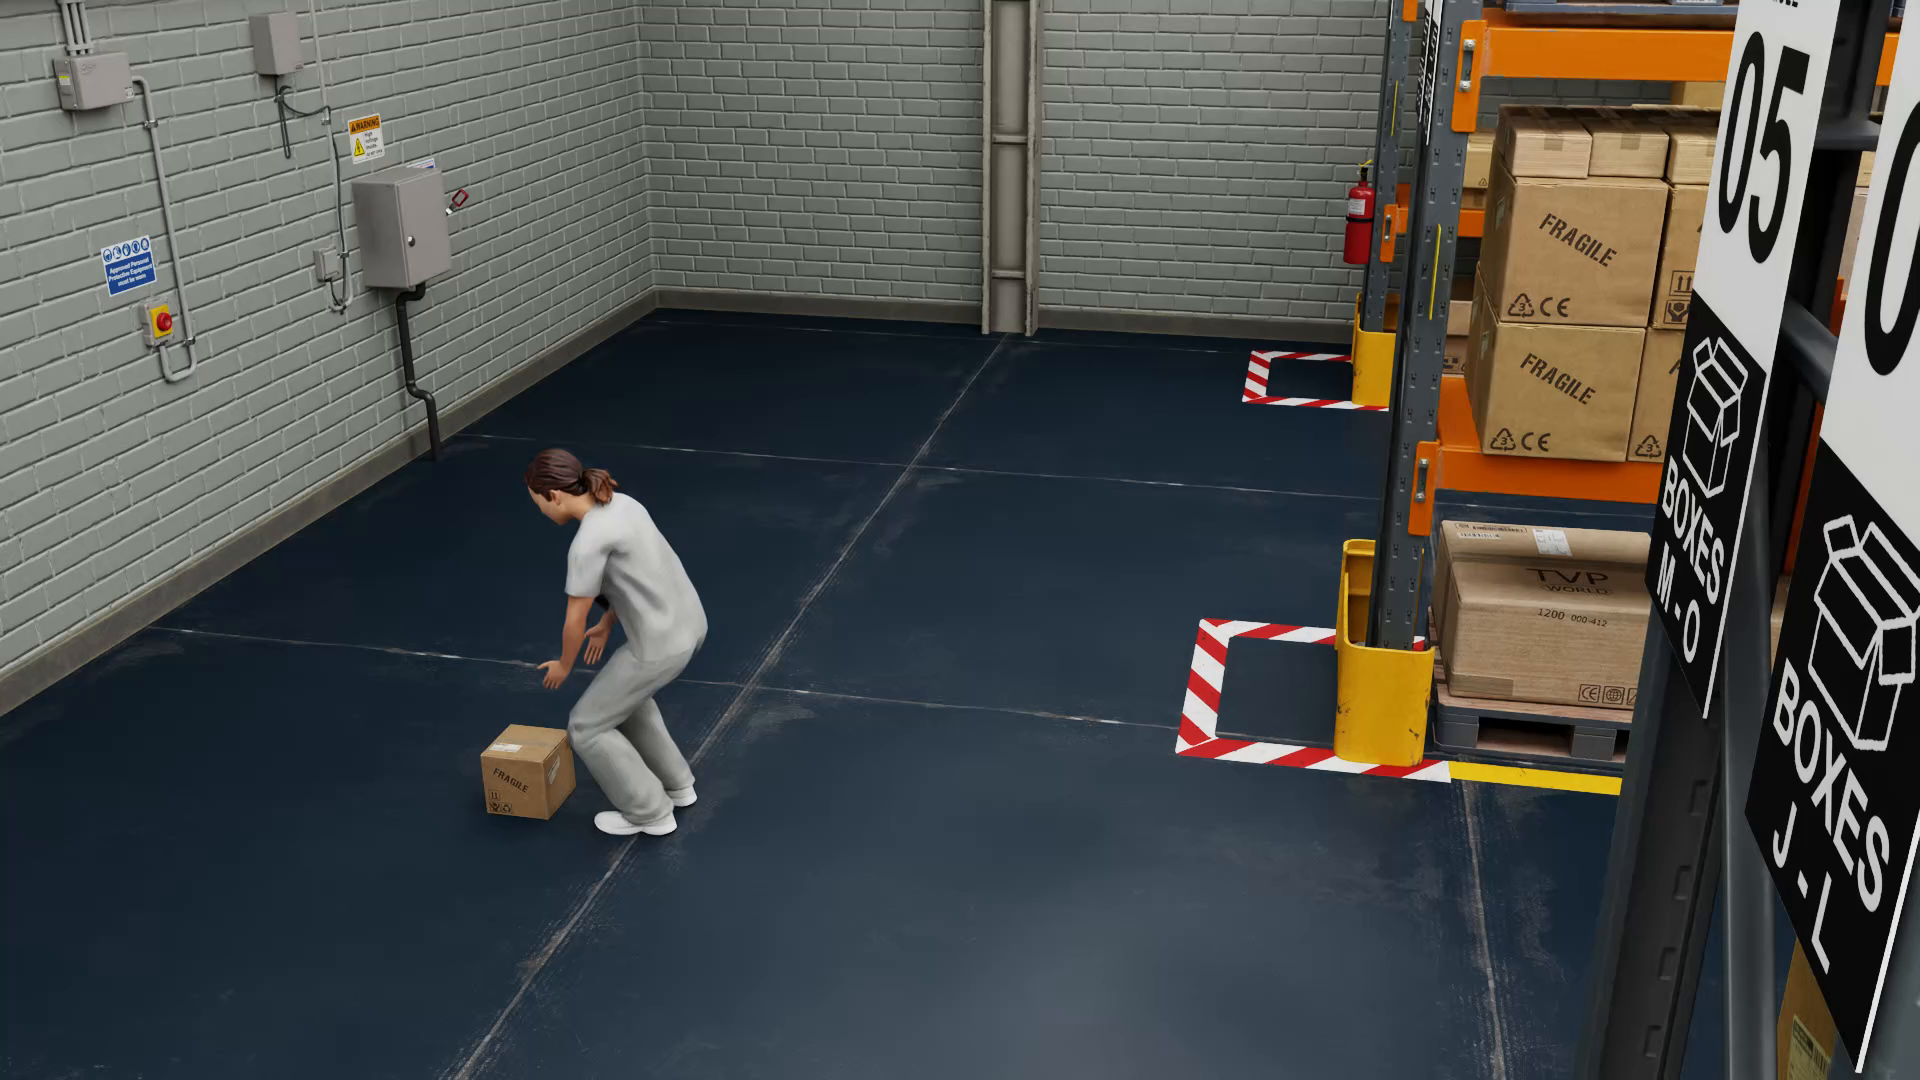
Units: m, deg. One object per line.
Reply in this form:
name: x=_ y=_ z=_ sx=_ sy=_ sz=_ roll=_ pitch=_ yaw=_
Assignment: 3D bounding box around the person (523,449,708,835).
person: x=-1.225 y=0.372 z=5.974 sx=0.593 sy=1.444 sz=0.489 roll=5 pitch=22 yaw=11
